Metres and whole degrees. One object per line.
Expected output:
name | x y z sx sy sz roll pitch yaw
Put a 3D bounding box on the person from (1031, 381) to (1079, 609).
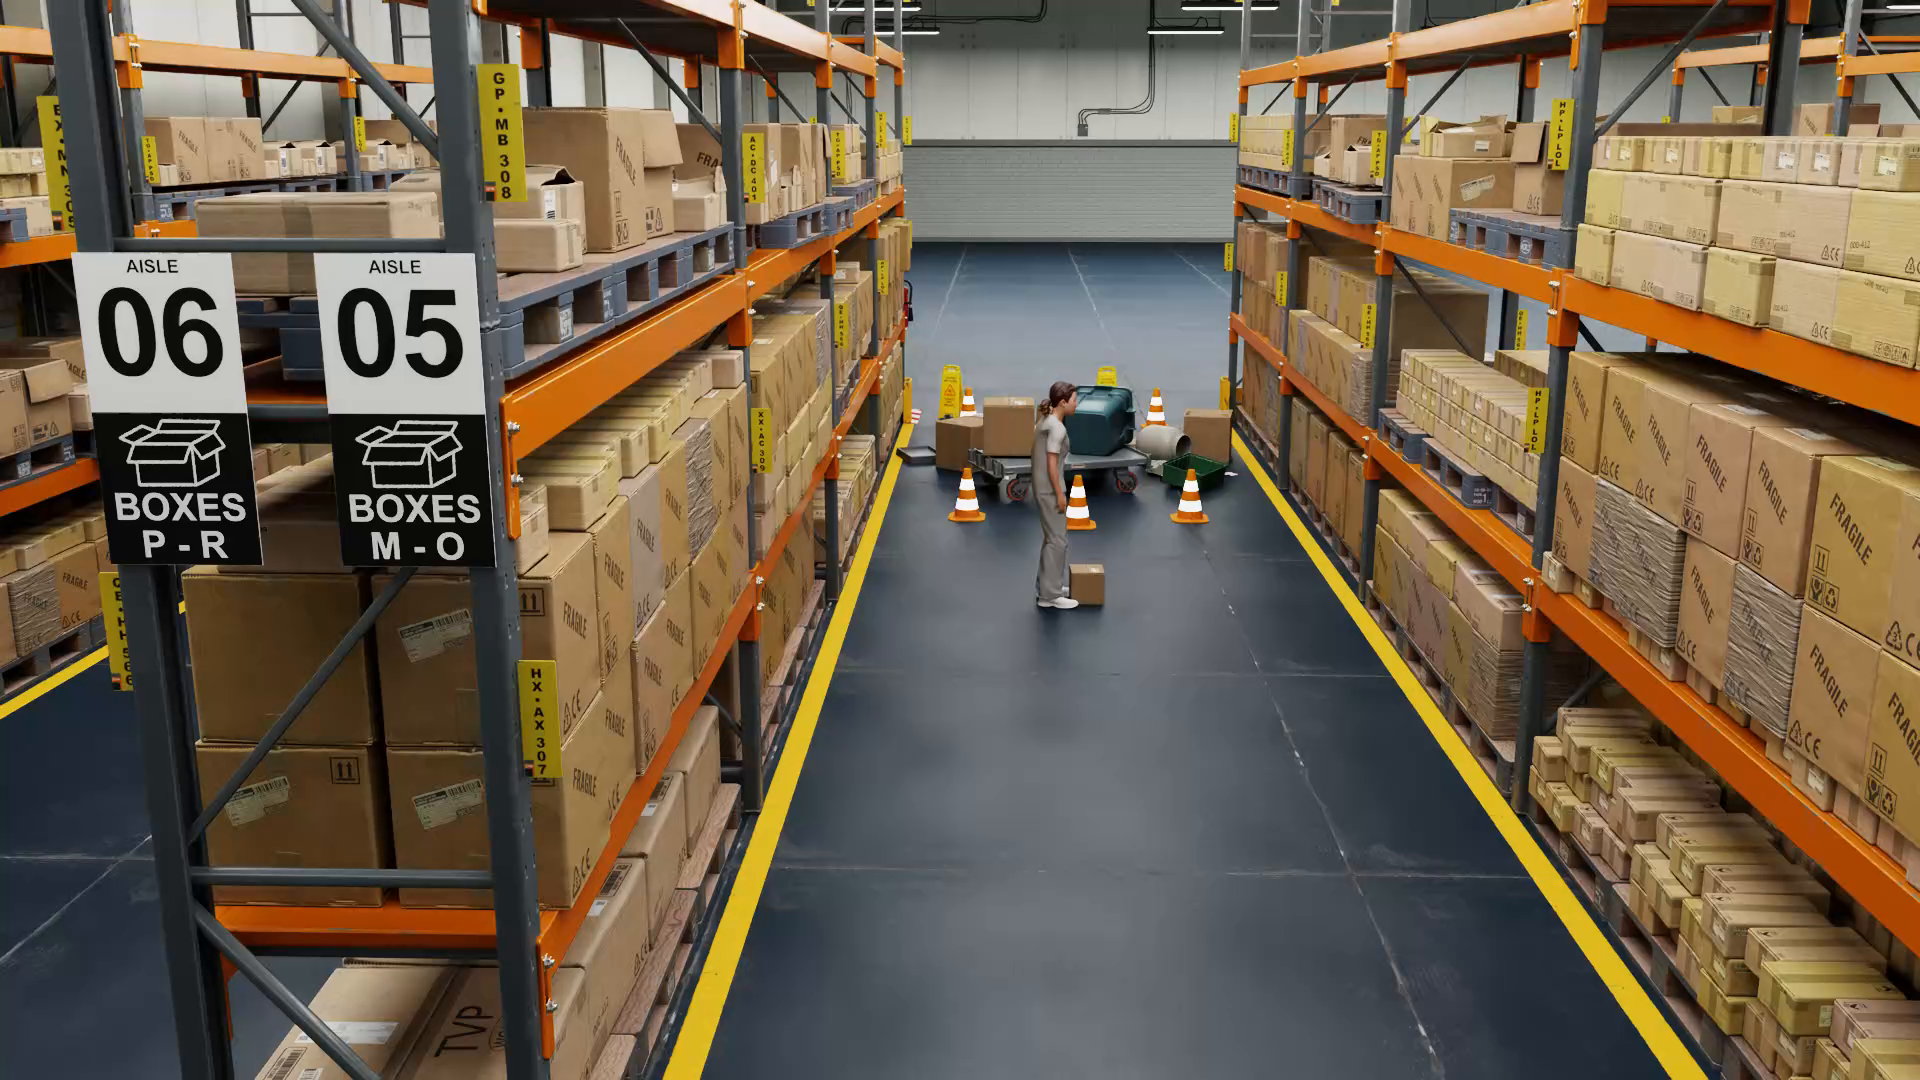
person | 0.709 -0.351 12.416 0.360 1.671 0.508 0 14 -2
